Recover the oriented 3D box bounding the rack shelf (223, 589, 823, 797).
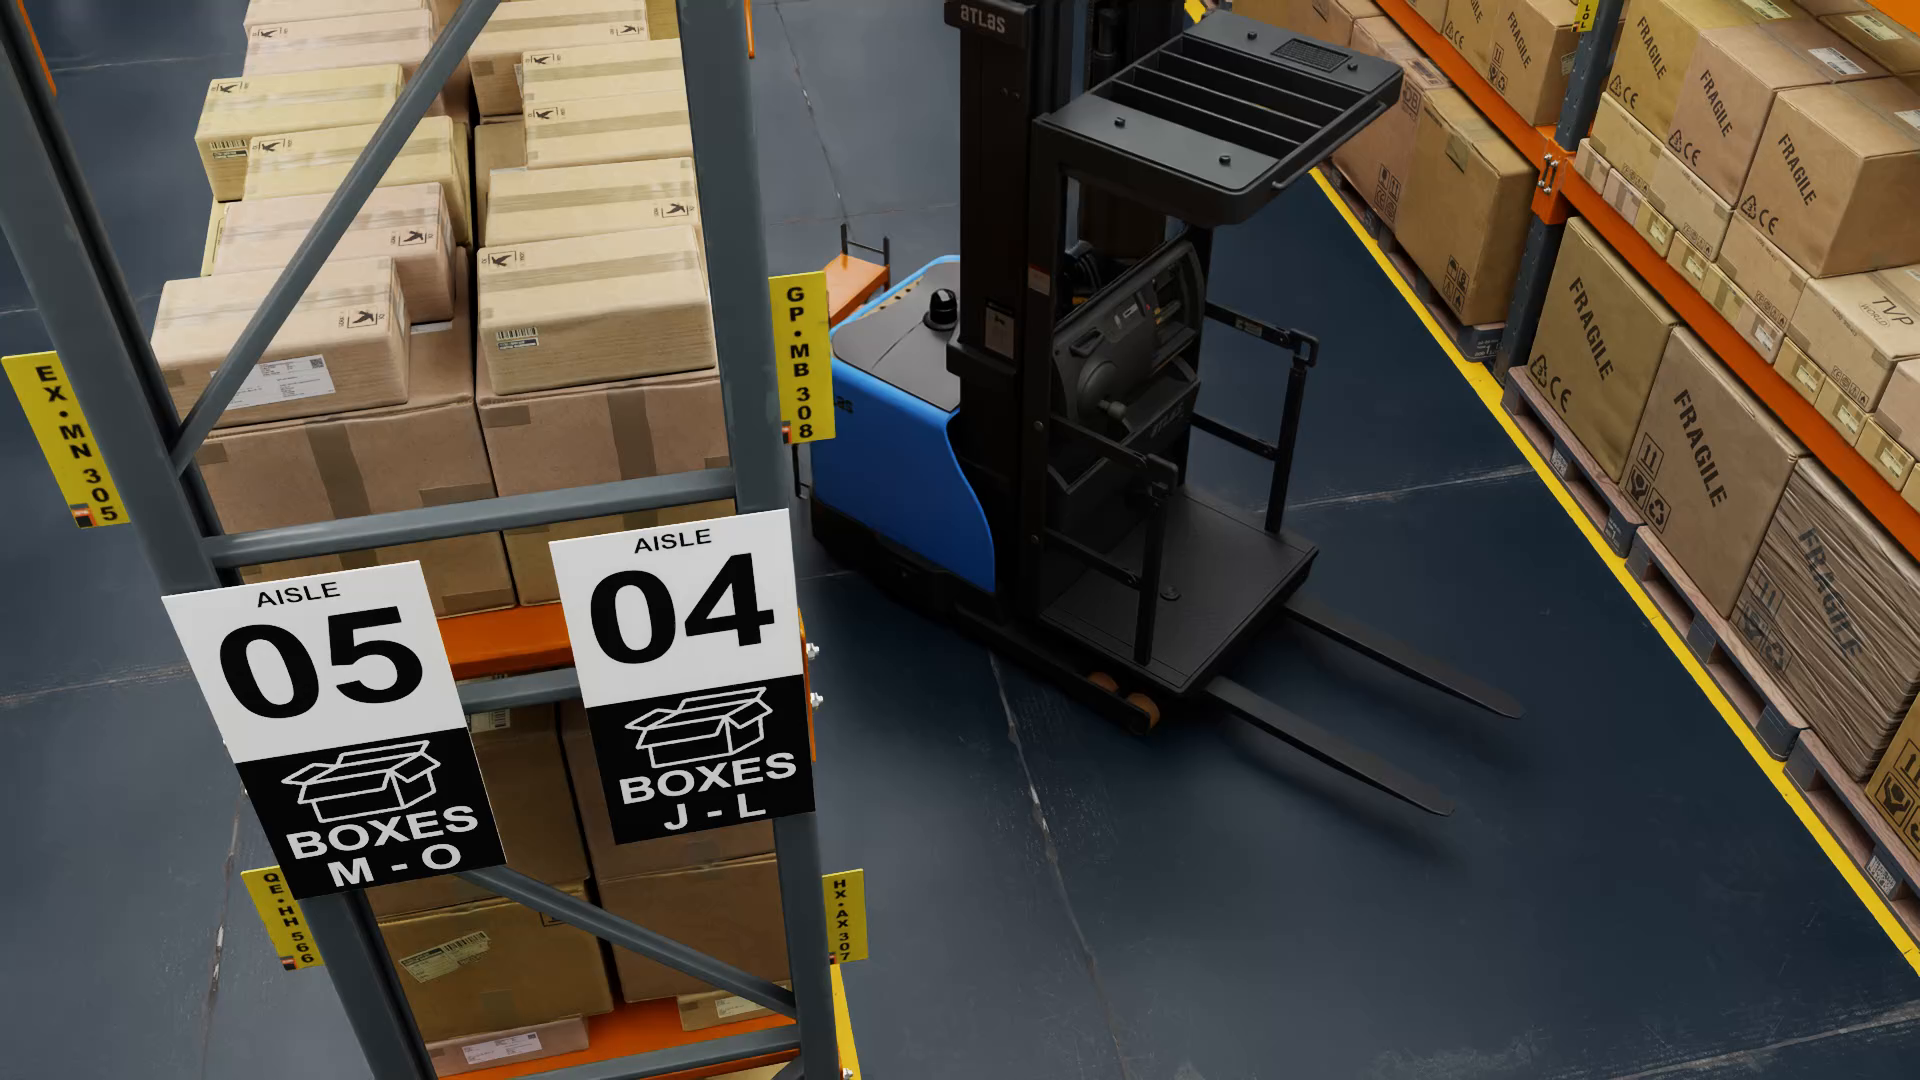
[{"bbox_3d":[-1.220,-0.910,4.580,1.077,0.370,4.000,-8,42,-9],"label":"rack shelf"}]

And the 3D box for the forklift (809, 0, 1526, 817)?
[{"bbox_3d":[0.806,-0.721,6.136,3.031,2.935,1.130,28,49,28],"label":"forklift"}]

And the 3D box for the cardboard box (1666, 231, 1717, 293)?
[{"bbox_3d":[3.125,-1.155,6.762,0.380,0.149,0.250,-9,42,-10],"label":"cardboard box"}]

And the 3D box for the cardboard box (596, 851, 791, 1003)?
[{"bbox_3d":[-0.615,0.760,4.117,0.500,0.500,0.500,-6,42,-7],"label":"cardboard box"}]

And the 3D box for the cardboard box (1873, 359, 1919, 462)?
[{"bbox_3d":[3.494,-0.396,5.608,0.500,0.250,0.500,-10,43,-11],"label":"cardboard box"}]

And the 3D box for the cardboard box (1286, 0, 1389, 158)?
[{"bbox_3d":[2.664,-2.925,9.852,1.225,0.875,0.875,-8,42,-9],"label":"cardboard box"}]

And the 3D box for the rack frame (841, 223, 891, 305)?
[{"bbox_3d":[-0.415,-0.899,7.640,0.240,1.200,0.015,21,46,22],"label":"rack frame"}]

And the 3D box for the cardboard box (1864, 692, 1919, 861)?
[{"bbox_3d":[3.861,0.828,5.624,0.875,0.875,0.875,-8,42,-9],"label":"cardboard box"}]

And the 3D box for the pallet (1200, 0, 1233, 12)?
[{"bbox_3d":[2.183,-4.056,11.942,1.003,0.211,1.213,-8,42,-9],"label":"pallet"}]

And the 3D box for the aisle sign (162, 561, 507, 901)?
[{"bbox_3d":[-1.065,0.357,2.912,0.394,0.787,0.004,-8,42,-9],"label":"aisle sign"}]

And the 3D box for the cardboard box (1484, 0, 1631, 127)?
[{"bbox_3d":[2.846,-2.301,7.789,0.500,0.500,0.500,-8,42,-9],"label":"cardboard box"}]

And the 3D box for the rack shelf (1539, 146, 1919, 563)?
[{"bbox_3d":[3.645,-0.434,6.303,1.077,0.370,4.000,-8,42,-9],"label":"rack shelf"}]

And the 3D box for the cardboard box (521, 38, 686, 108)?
[{"bbox_3d":[-0.712,-0.917,3.482,0.380,0.149,0.250,-8,42,-9],"label":"cardboard box"}]

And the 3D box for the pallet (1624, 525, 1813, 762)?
[{"bbox_3d":[3.568,0.340,6.990,1.003,0.211,1.213,-8,42,-9],"label":"pallet"}]

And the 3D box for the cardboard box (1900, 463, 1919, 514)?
[{"bbox_3d":[3.457,-0.158,5.639,0.380,0.149,0.250,-9,42,-10],"label":"cardboard box"}]

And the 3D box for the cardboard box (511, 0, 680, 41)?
[{"bbox_3d":[-0.835,-1.254,3.861,0.380,0.149,0.250,-7,42,-8],"label":"cardboard box"}]

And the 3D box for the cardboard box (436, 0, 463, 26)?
[{"bbox_3d":[-1.453,-1.268,4.178,0.500,0.250,0.500,-10,43,-11],"label":"cardboard box"}]

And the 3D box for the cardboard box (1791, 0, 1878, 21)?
[{"bbox_3d":[3.574,-2.075,6.934,0.500,0.500,0.500,-7,42,-8],"label":"cardboard box"}]

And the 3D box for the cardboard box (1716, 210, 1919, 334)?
[{"bbox_3d":[3.279,-1.054,6.349,0.500,0.250,0.500,-7,42,-8],"label":"cardboard box"}]

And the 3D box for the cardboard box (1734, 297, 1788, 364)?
[{"bbox_3d":[3.233,-0.826,6.392,0.380,0.149,0.250,-8,42,-9],"label":"cardboard box"}]

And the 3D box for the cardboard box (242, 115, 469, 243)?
[{"bbox_3d":[-1.160,-0.676,3.211,0.380,0.149,0.250,-10,42,-11],"label":"cardboard box"}]

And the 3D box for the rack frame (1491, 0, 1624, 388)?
[{"bbox_3d":[3.214,-1.999,7.524,1.000,3.000,0.127,-8,42,-9],"label":"rack frame"}]

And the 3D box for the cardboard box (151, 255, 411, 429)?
[{"bbox_3d":[-1.147,-0.336,2.828,0.380,0.149,0.250,-9,42,-10],"label":"cardboard box"}]

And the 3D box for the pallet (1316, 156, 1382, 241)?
[{"bbox_3d":[2.707,-2.238,9.894,1.003,0.211,1.213,-8,42,-9],"label":"pallet"}]

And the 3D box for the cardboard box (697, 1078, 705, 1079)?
[{"bbox_3d":[-0.650,1.660,5.009,0.380,0.149,0.250,-7,42,-7],"label":"cardboard box"}]

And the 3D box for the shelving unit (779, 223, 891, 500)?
[{"bbox_3d":[-0.537,-0.758,7.482,0.258,1.200,0.503,21,46,22],"label":"shelving unit"}]

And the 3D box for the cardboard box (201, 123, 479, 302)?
[{"bbox_3d":[-1.247,-0.607,3.433,0.500,0.250,0.500,-9,42,-10],"label":"cardboard box"}]

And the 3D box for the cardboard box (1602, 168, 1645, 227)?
[{"bbox_3d":[3.009,-1.496,7.146,0.380,0.149,0.250,-10,43,-11],"label":"cardboard box"}]

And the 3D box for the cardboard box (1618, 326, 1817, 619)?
[{"bbox_3d":[3.472,-0.339,6.938,0.875,0.875,0.875,-8,42,-9],"label":"cardboard box"}]

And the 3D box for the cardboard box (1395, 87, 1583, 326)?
[{"bbox_3d":[3.056,-1.774,8.554,1.225,0.875,0.875,-8,42,-9],"label":"cardboard box"}]

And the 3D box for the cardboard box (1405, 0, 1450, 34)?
[{"bbox_3d":[2.626,-2.960,8.532,0.500,0.500,0.500,-9,42,-10],"label":"cardboard box"}]

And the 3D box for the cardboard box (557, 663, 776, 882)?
[{"bbox_3d":[-0.626,0.387,3.783,0.500,0.500,0.500,-9,42,-10],"label":"cardboard box"}]

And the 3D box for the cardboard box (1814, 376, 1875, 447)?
[{"bbox_3d":[3.349,-0.487,6.010,0.380,0.149,0.250,-8,42,-8],"label":"cardboard box"}]

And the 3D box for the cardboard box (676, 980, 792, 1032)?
[{"bbox_3d":[-0.538,1.076,4.249,0.380,0.149,0.250,-9,42,-10],"label":"cardboard box"}]

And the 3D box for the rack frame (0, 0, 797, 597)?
[{"bbox_3d":[-0.788,-1.005,1.885,1.000,3.000,0.127,-8,42,-9],"label":"rack frame"}]

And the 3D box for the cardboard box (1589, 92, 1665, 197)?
[{"bbox_3d":[3.059,-1.712,7.090,0.500,0.250,0.500,-9,42,-10],"label":"cardboard box"}]

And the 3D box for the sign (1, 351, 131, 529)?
[{"bbox_3d":[-1.334,-0.148,2.512,0.100,0.325,0.005,-8,42,-9],"label":"sign"}]

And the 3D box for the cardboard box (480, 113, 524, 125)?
[{"bbox_3d":[-0.840,-1.003,3.879,0.500,0.250,0.500,-8,42,-9],"label":"cardboard box"}]

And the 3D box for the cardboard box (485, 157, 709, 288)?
[{"bbox_3d":[-0.673,-0.573,3.095,0.380,0.149,0.250,-7,42,-8],"label":"cardboard box"}]

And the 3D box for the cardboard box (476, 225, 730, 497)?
[{"bbox_3d":[-0.631,-0.342,3.134,0.500,0.250,0.500,-8,42,-9],"label":"cardboard box"}]

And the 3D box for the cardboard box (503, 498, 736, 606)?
[{"bbox_3d":[-0.635,-0.154,3.300,0.500,0.250,0.500,-7,42,-8],"label":"cardboard box"}]

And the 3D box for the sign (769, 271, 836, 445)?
[{"bbox_3d":[-0.258,-0.288,2.678,0.100,0.325,0.005,-8,42,-9],"label":"sign"}]

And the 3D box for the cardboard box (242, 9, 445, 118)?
[{"bbox_3d":[-1.319,-1.005,3.581,0.380,0.149,0.250,-9,42,-10],"label":"cardboard box"}]

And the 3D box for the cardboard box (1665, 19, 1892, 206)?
[{"bbox_3d":[3.166,-1.667,6.475,0.500,0.500,0.500,-8,42,-9],"label":"cardboard box"}]

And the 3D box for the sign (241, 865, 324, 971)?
[{"bbox_3d":[-1.334,0.754,3.312,0.100,0.325,0.005,-8,42,-9],"label":"sign"}]
